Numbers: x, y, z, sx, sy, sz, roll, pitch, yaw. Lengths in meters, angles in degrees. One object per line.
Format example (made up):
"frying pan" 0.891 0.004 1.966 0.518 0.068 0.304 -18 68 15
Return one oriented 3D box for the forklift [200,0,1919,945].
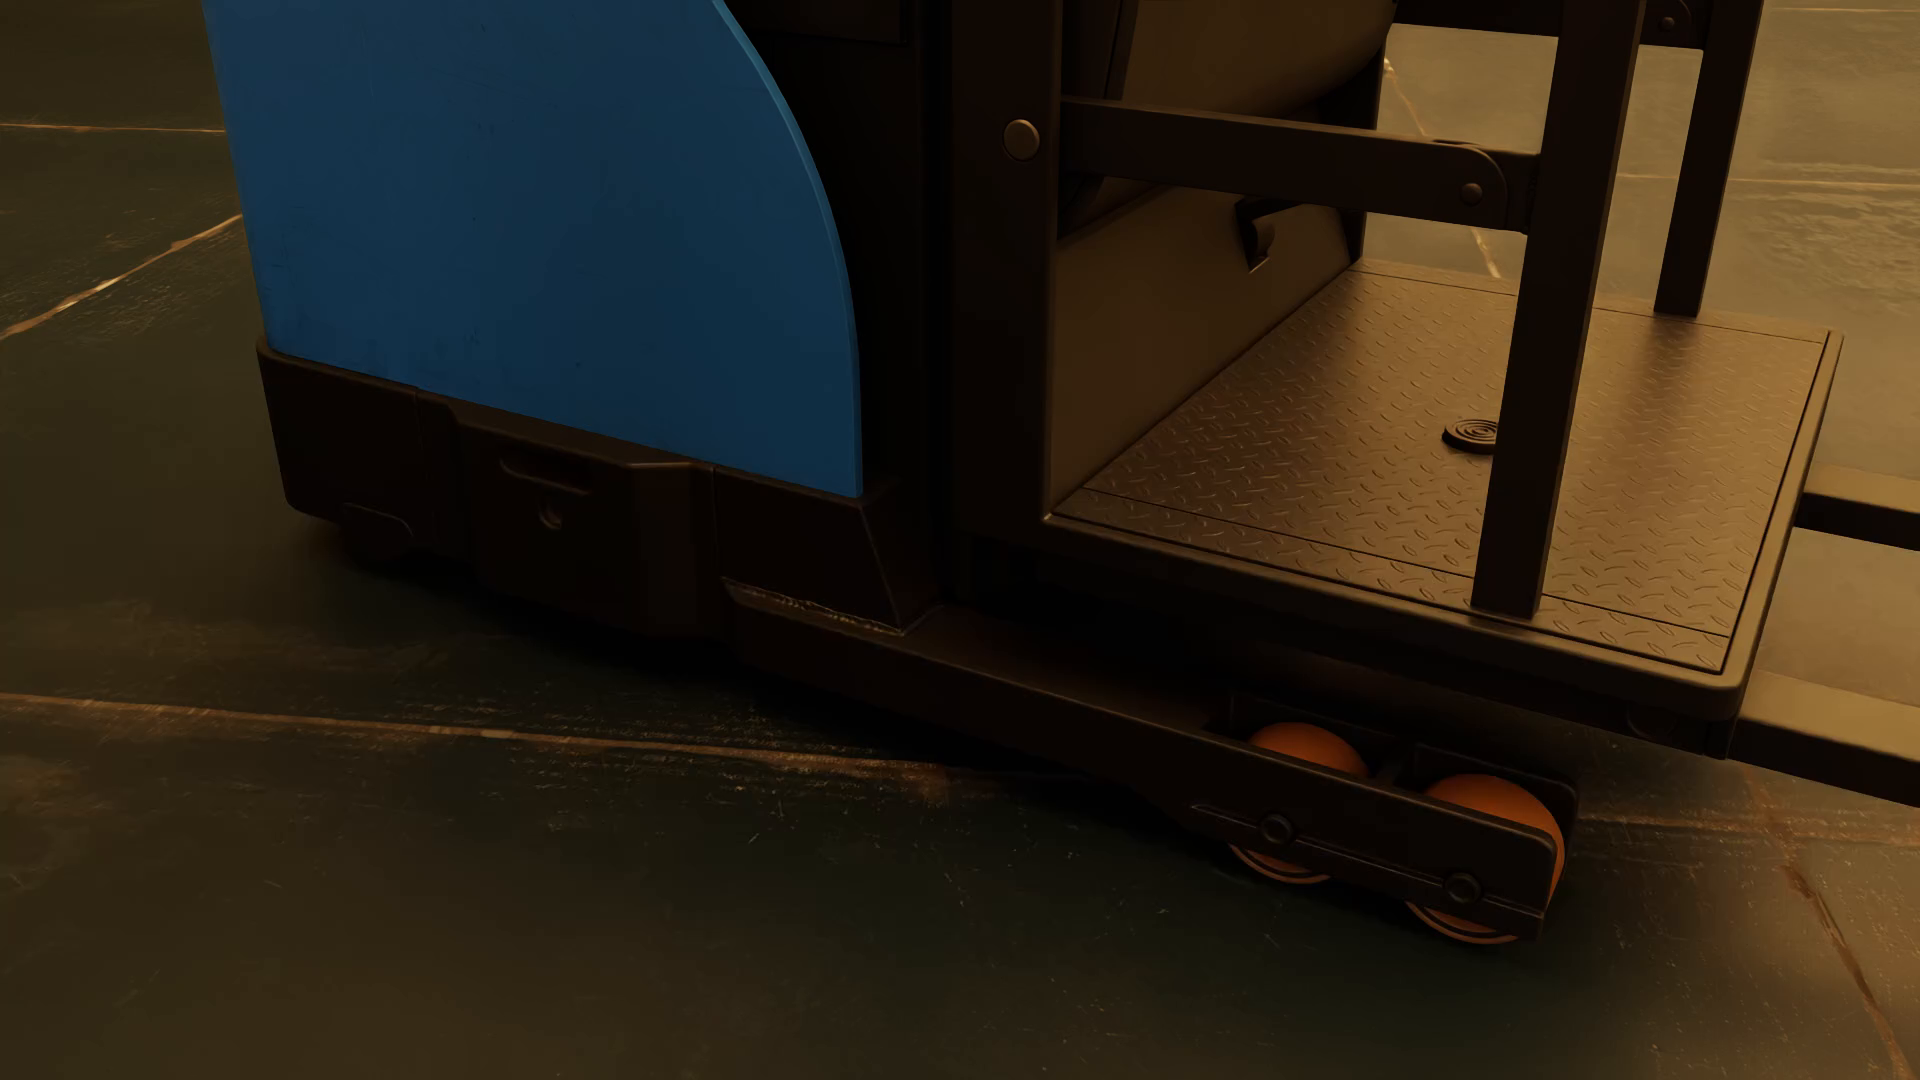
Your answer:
"forklift" 0.529 -1.176 1.574 3.031 2.935 1.130 14 30 26
